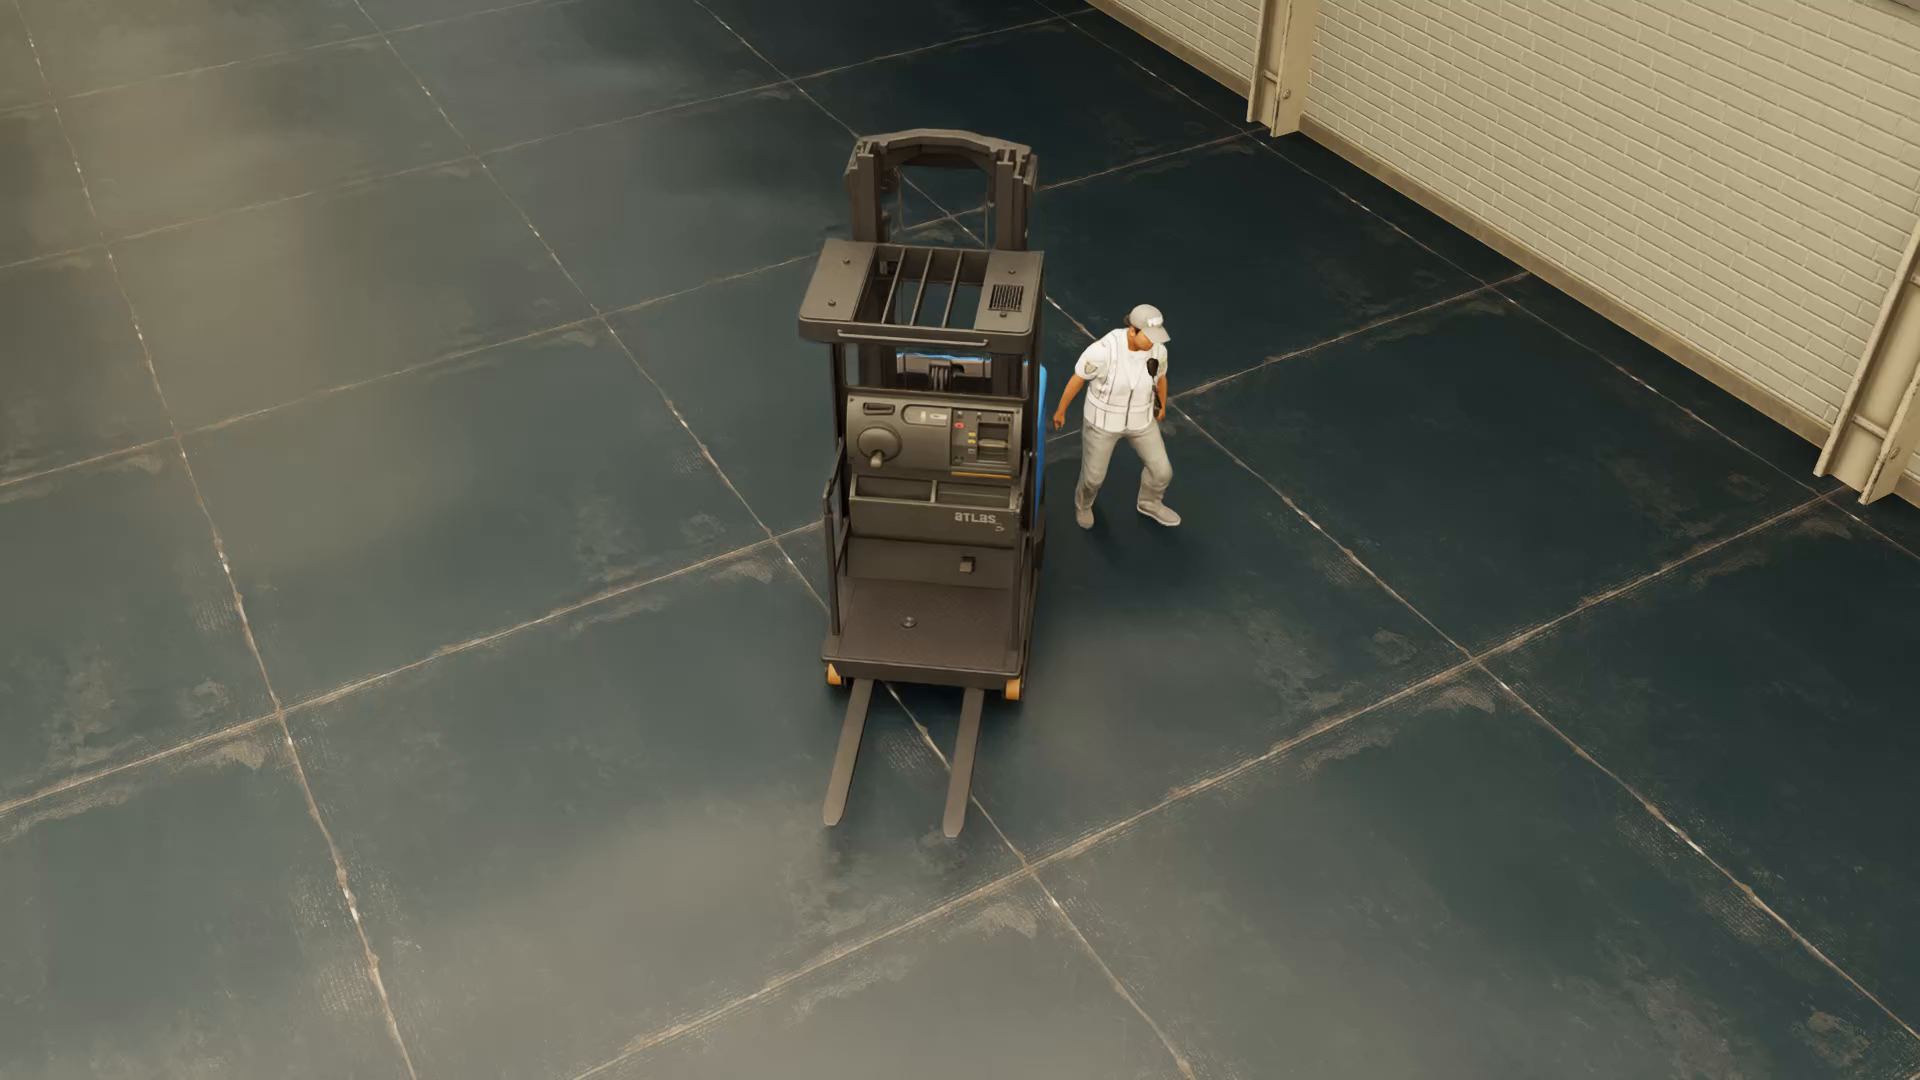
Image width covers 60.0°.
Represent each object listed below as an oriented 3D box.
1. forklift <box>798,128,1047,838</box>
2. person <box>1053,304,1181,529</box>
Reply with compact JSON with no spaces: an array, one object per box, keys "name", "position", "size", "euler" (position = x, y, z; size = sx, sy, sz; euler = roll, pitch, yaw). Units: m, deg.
[{"name":"forklift","position":[-0.161,-0.473,8.606],"size":[1.130,2.935,3.031],"euler":[4,40,5]},{"name":"person","position":[0.971,-0.724,9.972],"size":[0.821,1.642,0.481],"euler":[-6,40,-7]}]
